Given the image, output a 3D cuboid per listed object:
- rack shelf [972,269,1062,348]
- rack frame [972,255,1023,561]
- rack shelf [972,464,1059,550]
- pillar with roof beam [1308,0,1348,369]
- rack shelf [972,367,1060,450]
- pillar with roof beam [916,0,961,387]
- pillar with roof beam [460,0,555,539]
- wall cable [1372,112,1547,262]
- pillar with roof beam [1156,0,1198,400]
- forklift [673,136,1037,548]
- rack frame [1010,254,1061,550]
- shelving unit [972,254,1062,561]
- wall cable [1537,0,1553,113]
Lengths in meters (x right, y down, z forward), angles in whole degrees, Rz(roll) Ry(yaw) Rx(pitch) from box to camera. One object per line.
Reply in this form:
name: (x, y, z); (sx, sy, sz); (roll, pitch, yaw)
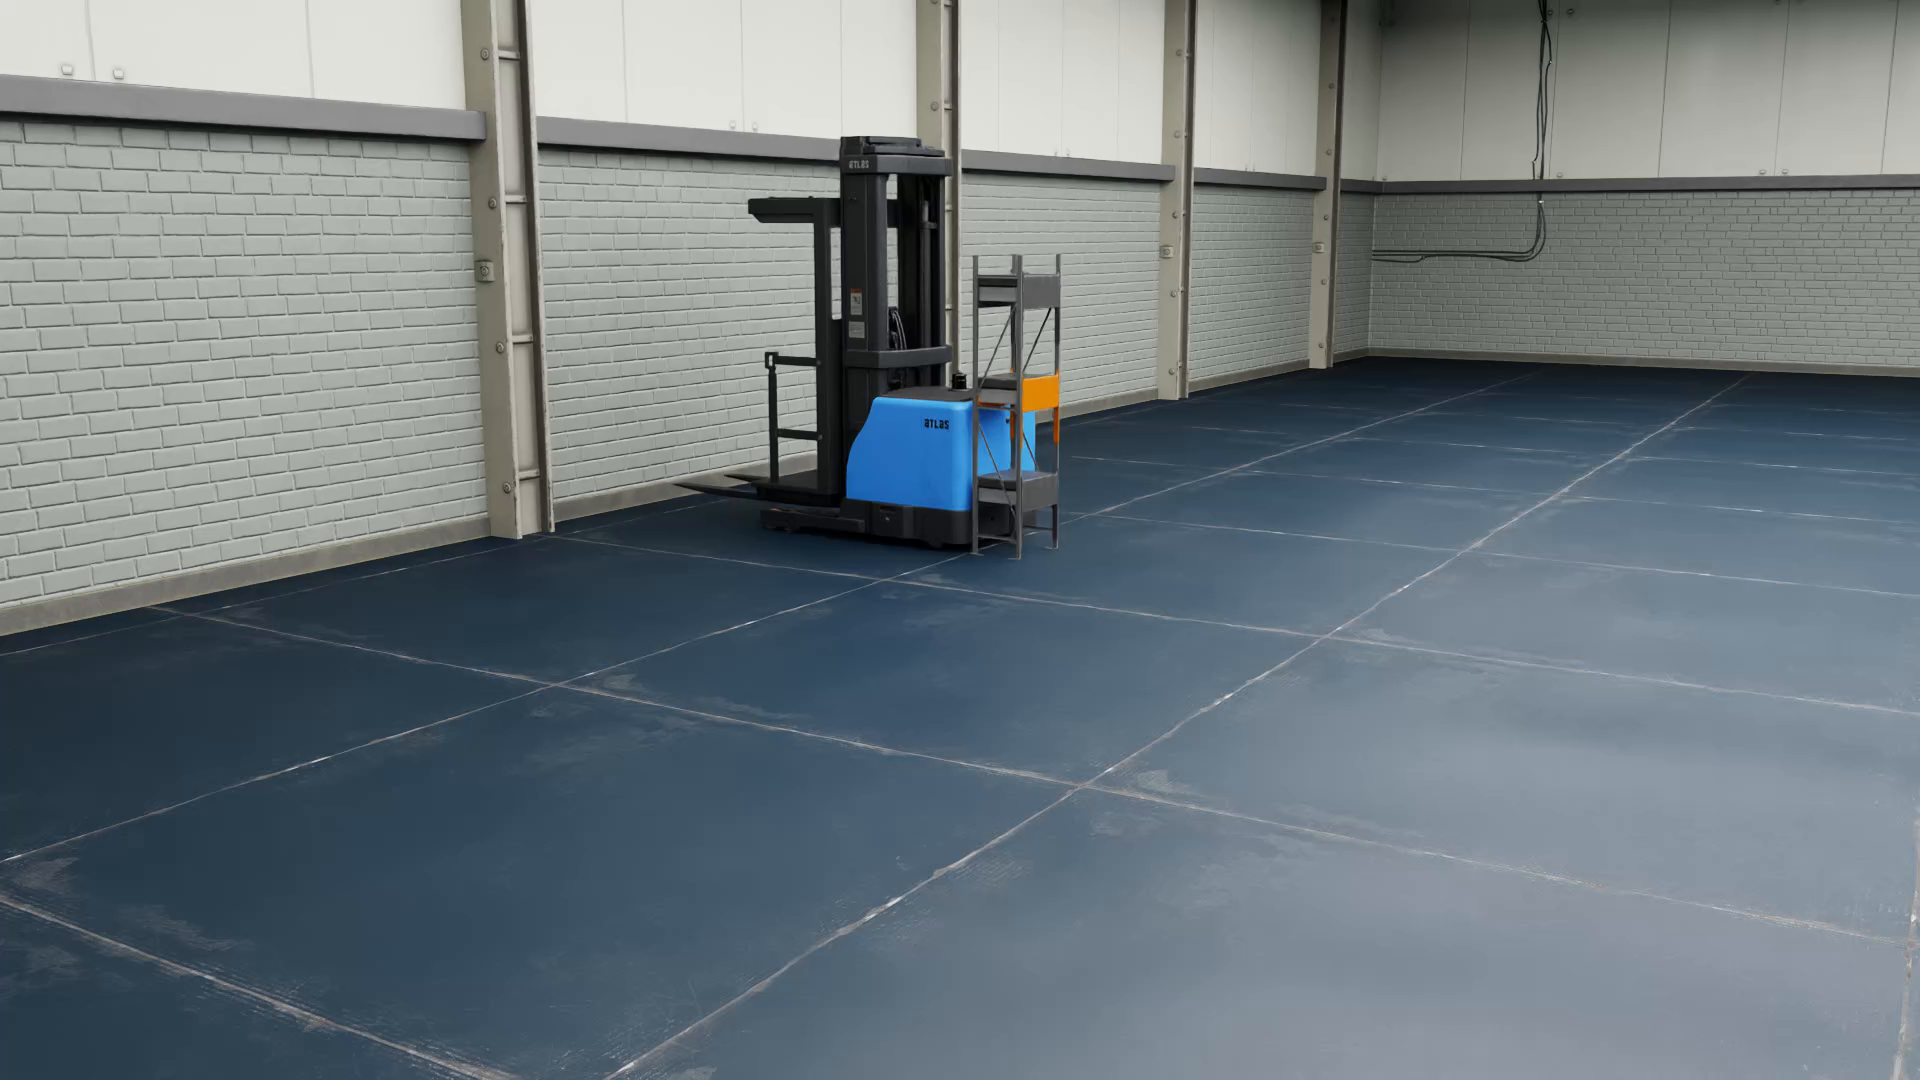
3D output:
rack shelf: (0.397, -1.617, 11.568); (0.431, 0.518, 0.480); (7, 13, 34)
rack frame: (0.256, -0.905, 11.498); (0.400, 2.100, 0.015); (7, 13, 34)
rack shelf: (0.397, -0.241, 11.826); (0.431, 0.518, 0.480); (7, 13, 34)
pillar with roof beam: (9.693, -6.895, 24.743); (9.100, 9.000, 0.400); (6, 12, 31)
rack shelf: (0.397, -0.929, 11.697); (0.431, 0.518, 0.480); (7, 13, 34)
pillar with roof beam: (3.463, -5.008, 14.662); (9.100, 9.000, 0.400); (6, 12, 31)
pillar with roof beam: (0.348, -4.064, 9.622); (9.100, 9.000, 0.400); (6, 12, 31)
wall cable: (8.673, -6.117, 29.025); (3.097, 2.526, 0.112); (6, 12, 31)
pillar with roof beam: (6.578, -5.951, 19.702); (9.100, 9.000, 0.400); (6, 12, 31)
forklift: (-0.920, -1.569, 12.787); (3.031, 2.935, 1.130); (7, 13, 34)
rack frame: (0.537, -0.979, 11.891); (0.400, 2.100, 0.015); (7, 13, 34)
shelving unit: (0.397, -0.942, 11.695); (0.431, 2.100, 0.503); (7, 13, 34)
wall cable: (10.985, -8.341, 27.180); (3.097, 2.526, 0.112); (6, 12, 31)
